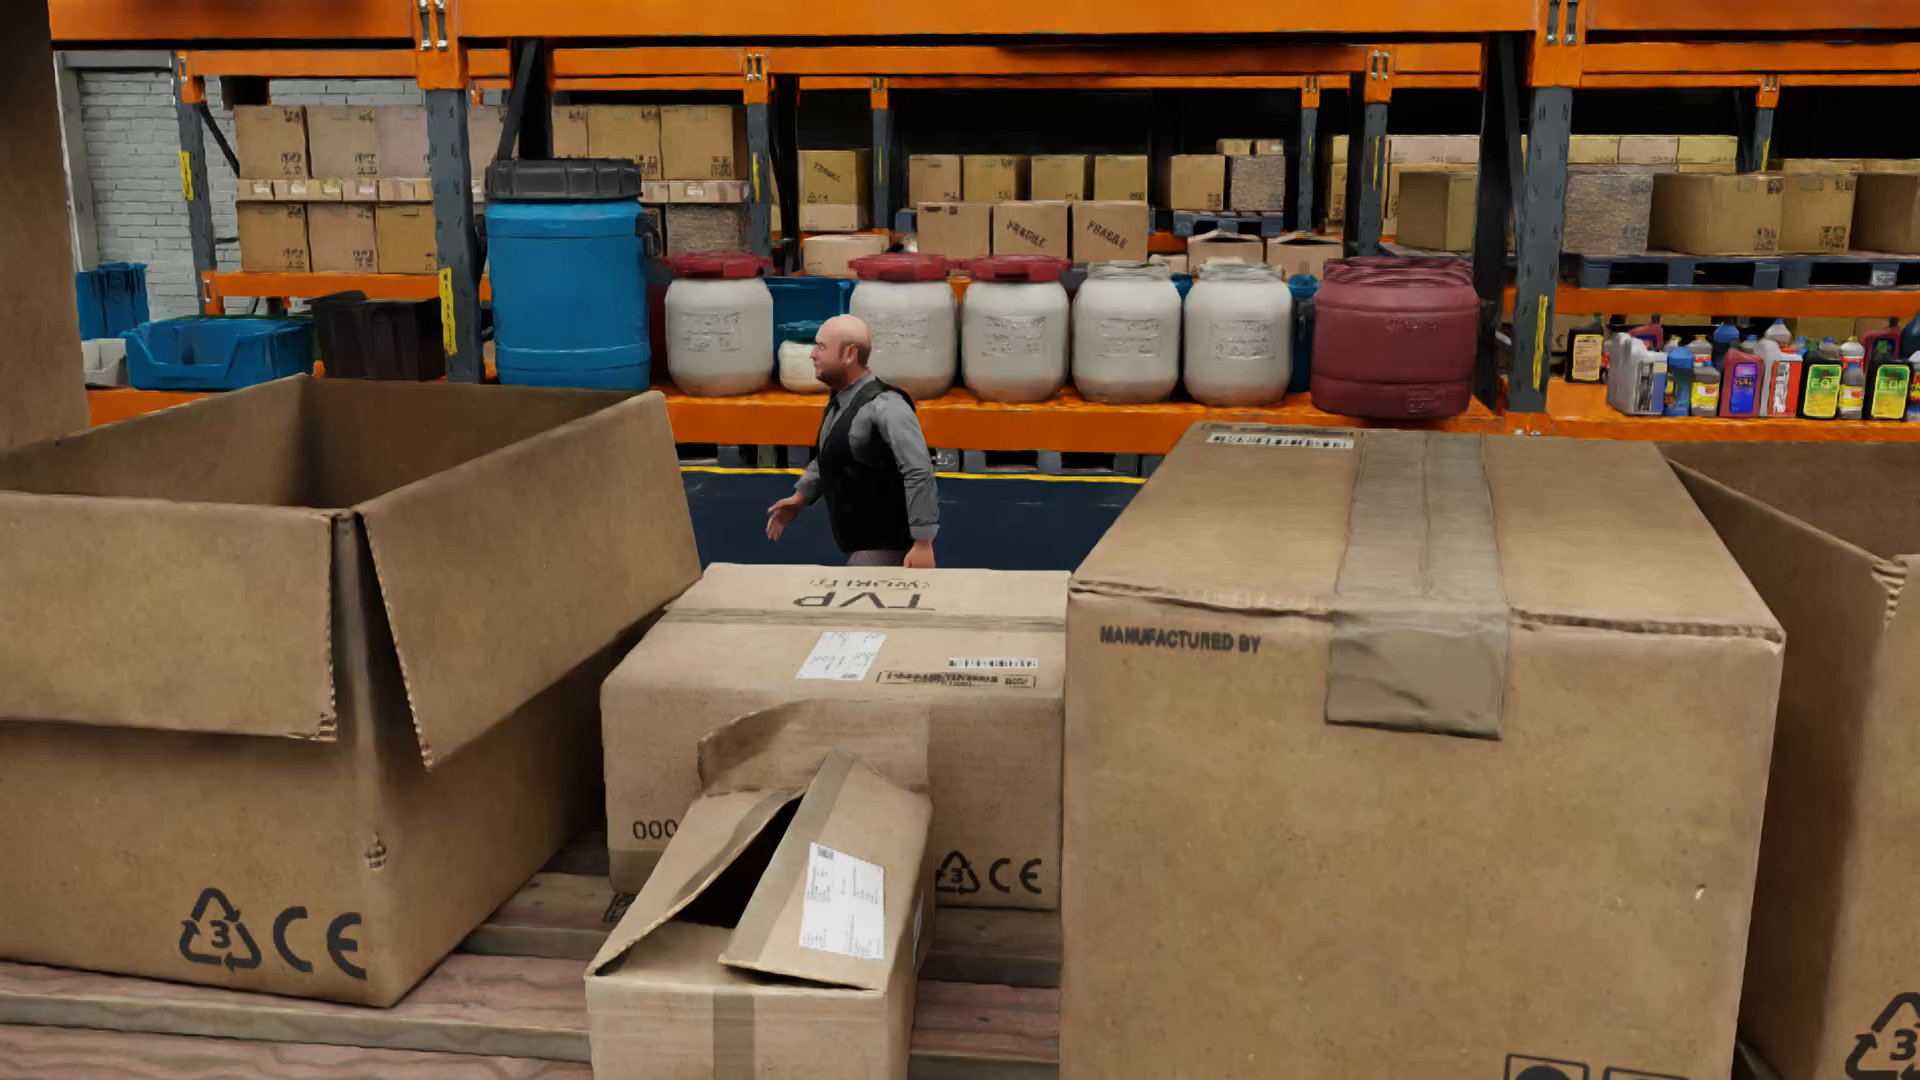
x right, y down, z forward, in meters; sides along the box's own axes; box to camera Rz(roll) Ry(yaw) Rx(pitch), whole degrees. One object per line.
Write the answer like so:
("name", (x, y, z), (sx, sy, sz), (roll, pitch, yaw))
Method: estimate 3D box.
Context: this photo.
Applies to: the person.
("person", (-0.308, 0.016, 6.043), (0.779, 1.668, 0.668), (-4, 15, -14))
